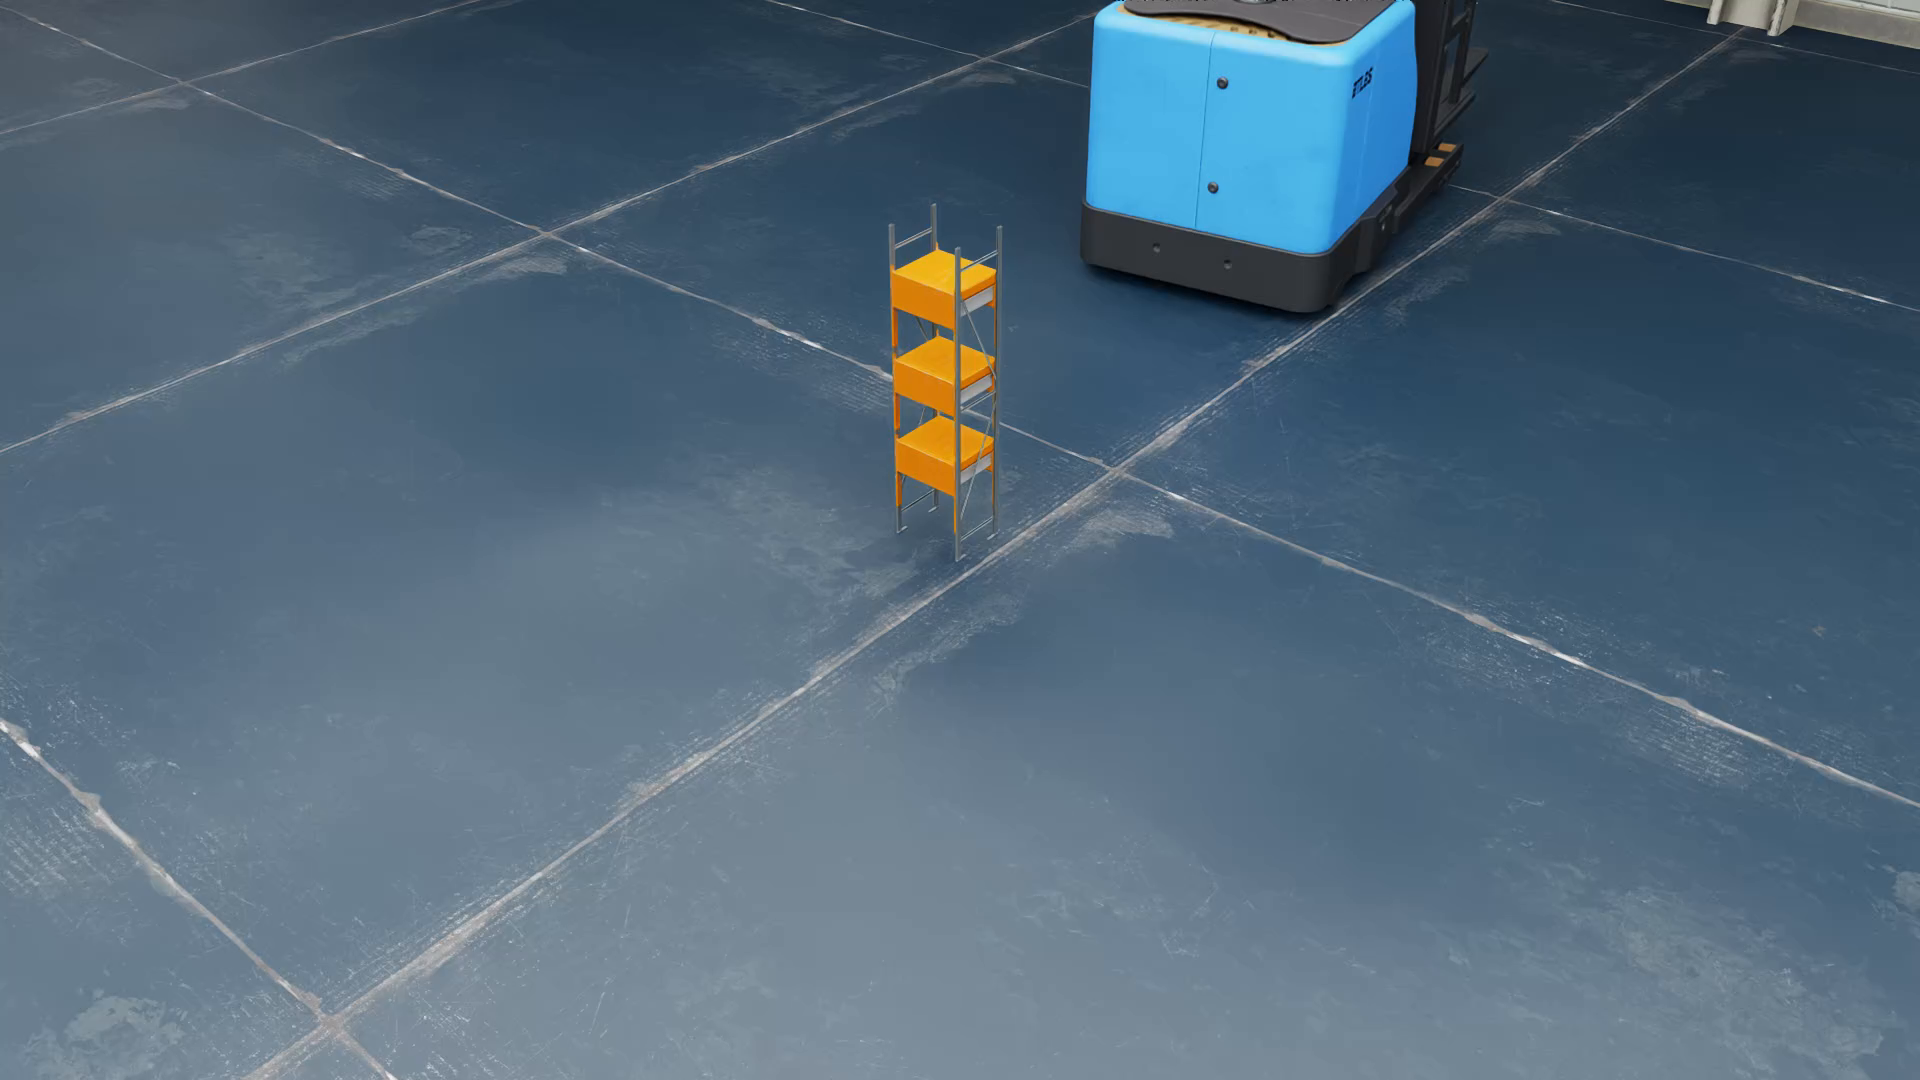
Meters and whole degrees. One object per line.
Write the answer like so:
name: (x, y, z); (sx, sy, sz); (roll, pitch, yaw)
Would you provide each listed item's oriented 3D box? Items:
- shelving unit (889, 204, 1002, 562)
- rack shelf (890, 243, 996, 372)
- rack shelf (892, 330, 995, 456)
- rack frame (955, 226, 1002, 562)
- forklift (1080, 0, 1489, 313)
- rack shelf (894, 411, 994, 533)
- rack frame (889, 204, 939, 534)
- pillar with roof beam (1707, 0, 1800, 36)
shelving unit: (-0.041, -0.452, 4.981); (0.252, 1.050, 0.215); (25, 42, 32)
rack shelf: (-0.041, -0.677, 4.826); (0.240, 0.259, 0.215); (25, 42, 32)
rack shelf: (-0.041, -0.443, 4.987); (0.240, 0.259, 0.215); (25, 42, 32)
rack frame: (0.053, -0.408, 4.917); (0.008, 1.050, 0.200); (25, 42, 32)
forklift: (1.662, -2.891, 6.871); (1.130, 2.935, 3.031); (18, 38, 24)
rack shelf: (-0.041, -0.214, 5.144); (0.240, 0.259, 0.215); (25, 42, 32)
rack frame: (-0.135, -0.496, 5.045); (0.008, 1.050, 0.200); (25, 42, 32)
pillar with roof beam: (1.804, -4.818, 4.317); (0.400, 9.000, 9.100); (25, 42, 32)
